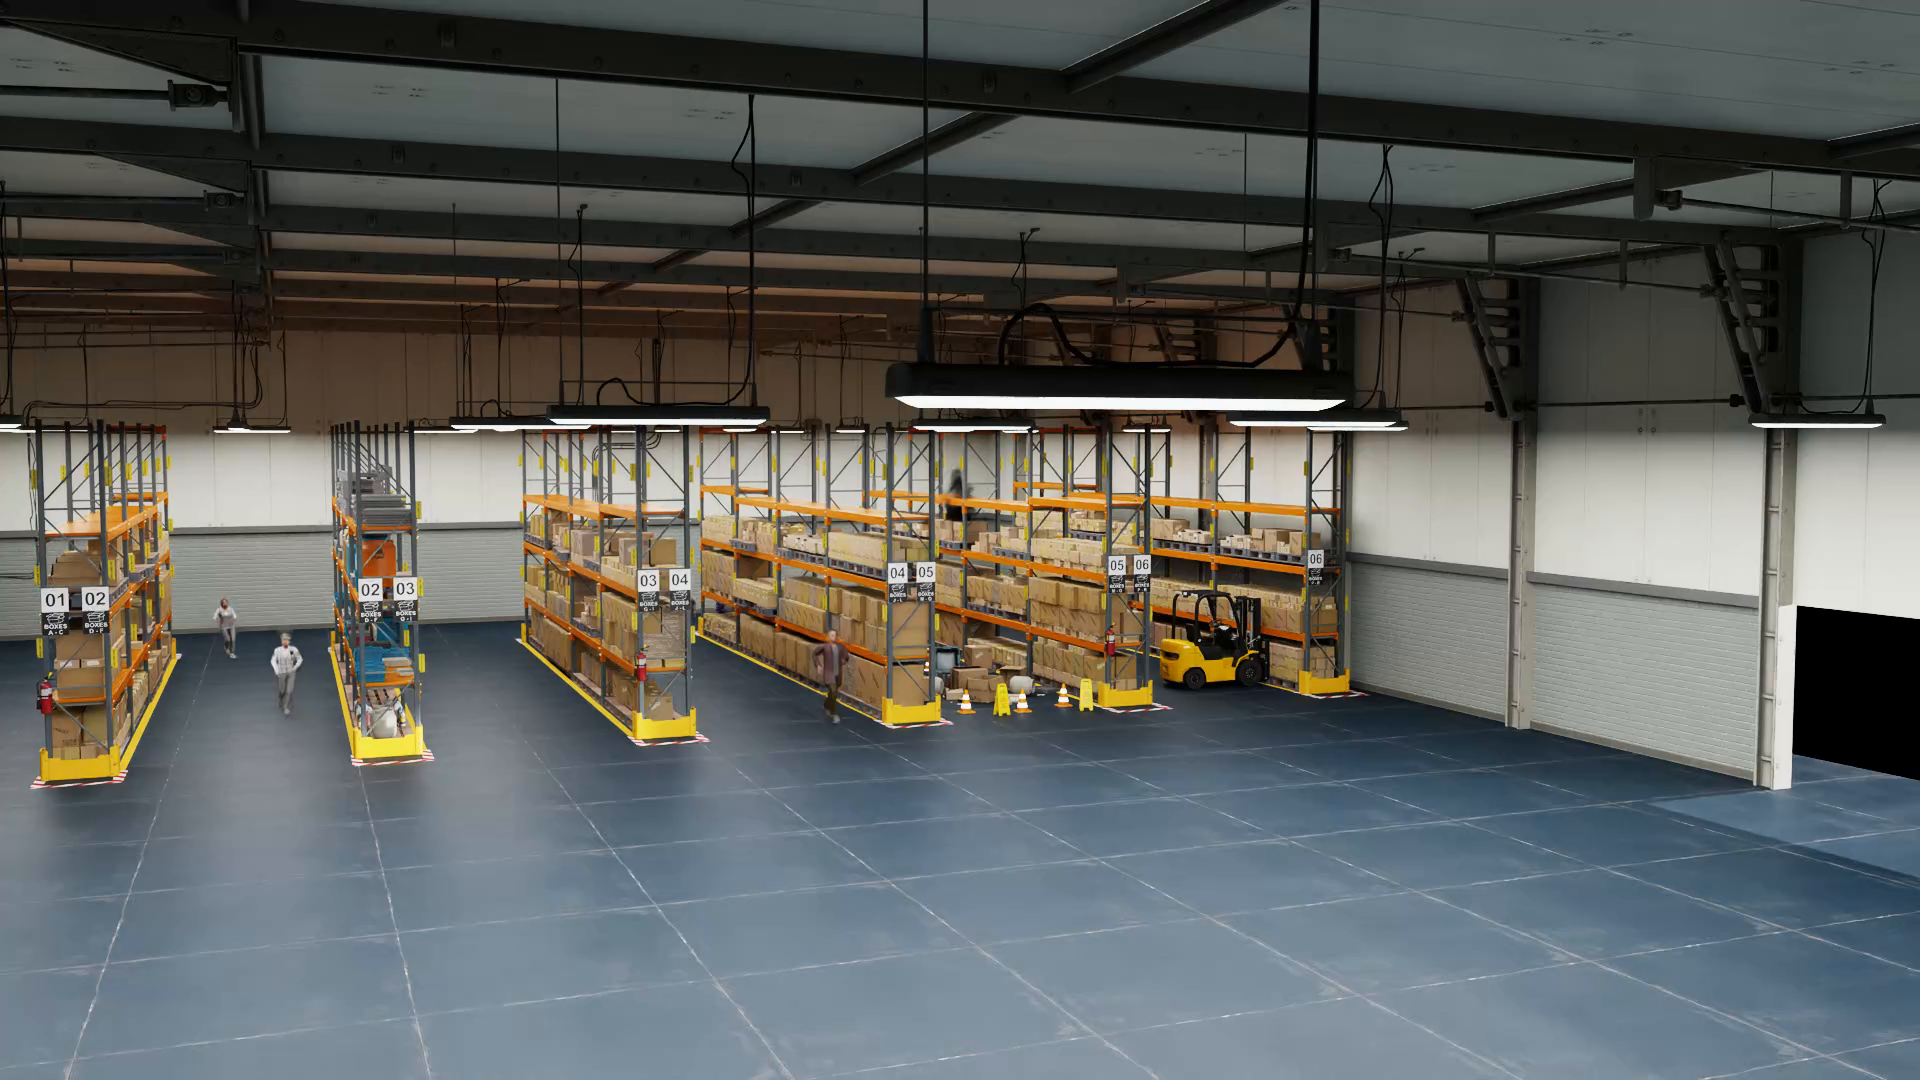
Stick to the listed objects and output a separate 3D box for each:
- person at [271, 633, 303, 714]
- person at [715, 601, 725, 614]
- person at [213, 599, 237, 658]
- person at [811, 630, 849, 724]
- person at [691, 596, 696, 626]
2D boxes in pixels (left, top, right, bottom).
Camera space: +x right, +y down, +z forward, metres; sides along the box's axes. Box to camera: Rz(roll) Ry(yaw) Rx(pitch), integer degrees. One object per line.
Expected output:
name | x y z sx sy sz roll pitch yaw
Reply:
person | -13.909 2.753 34.393 0.611 1.672 0.592 -1 4 -21
person | -7.149 1.798 49.730 0.610 1.637 0.920 3 5 44
person | -18.869 2.279 42.787 0.550 1.545 0.558 -3 5 -40
person | -2.580 2.730 33.512 0.687 1.826 0.910 -2 4 -34
person | -7.303 2.147 44.092 0.672 1.656 0.952 -1 4 -15
